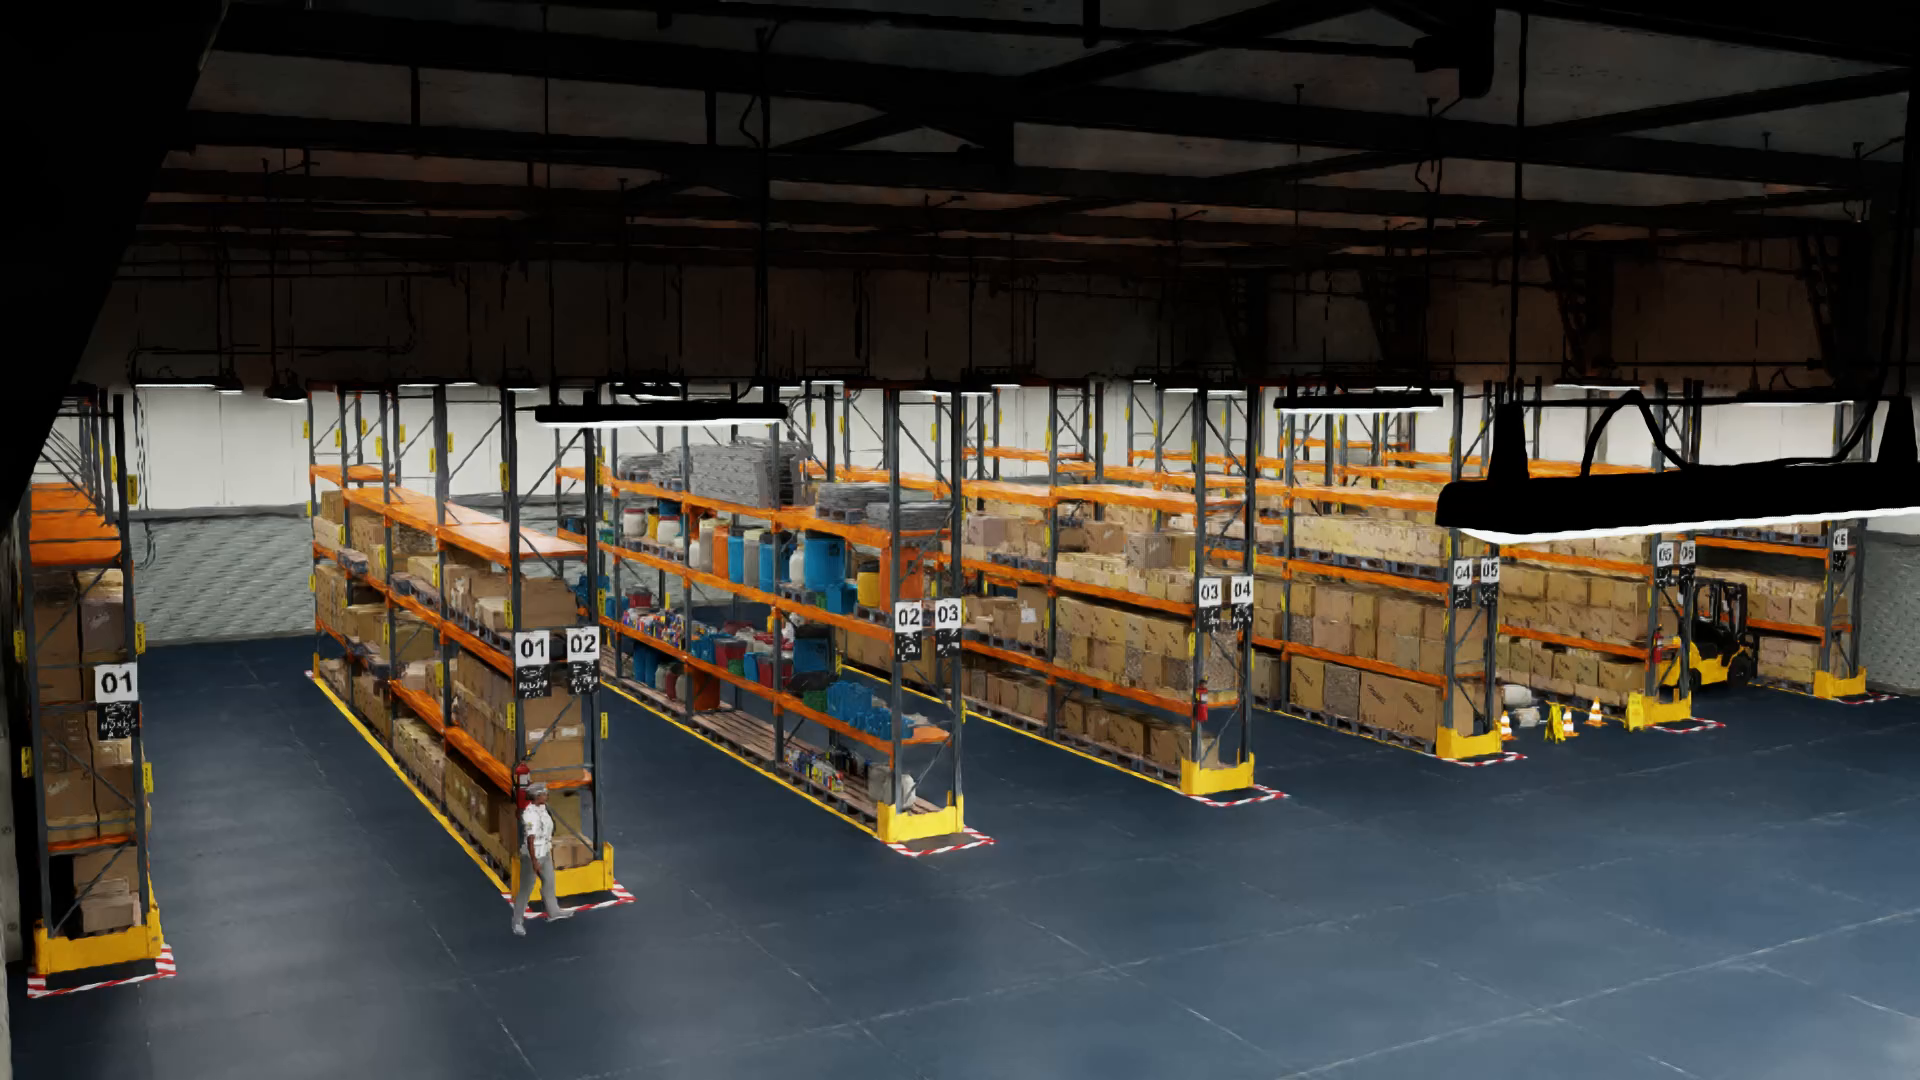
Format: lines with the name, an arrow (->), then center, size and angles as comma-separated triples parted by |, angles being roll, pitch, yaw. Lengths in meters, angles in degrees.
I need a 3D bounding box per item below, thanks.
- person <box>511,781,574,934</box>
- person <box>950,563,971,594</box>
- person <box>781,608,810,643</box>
person -> -4.723, 3.511, 18.639 | 0.555, 1.670, 0.697 | 1, 6, 6
person -> 0.024, 0.982, 42.095 | 0.607, 1.769, 0.656 | 2, 6, 18
person -> -3.357, 1.874, 33.881 | 0.677, 1.741, 0.552 | -4, 7, -31
